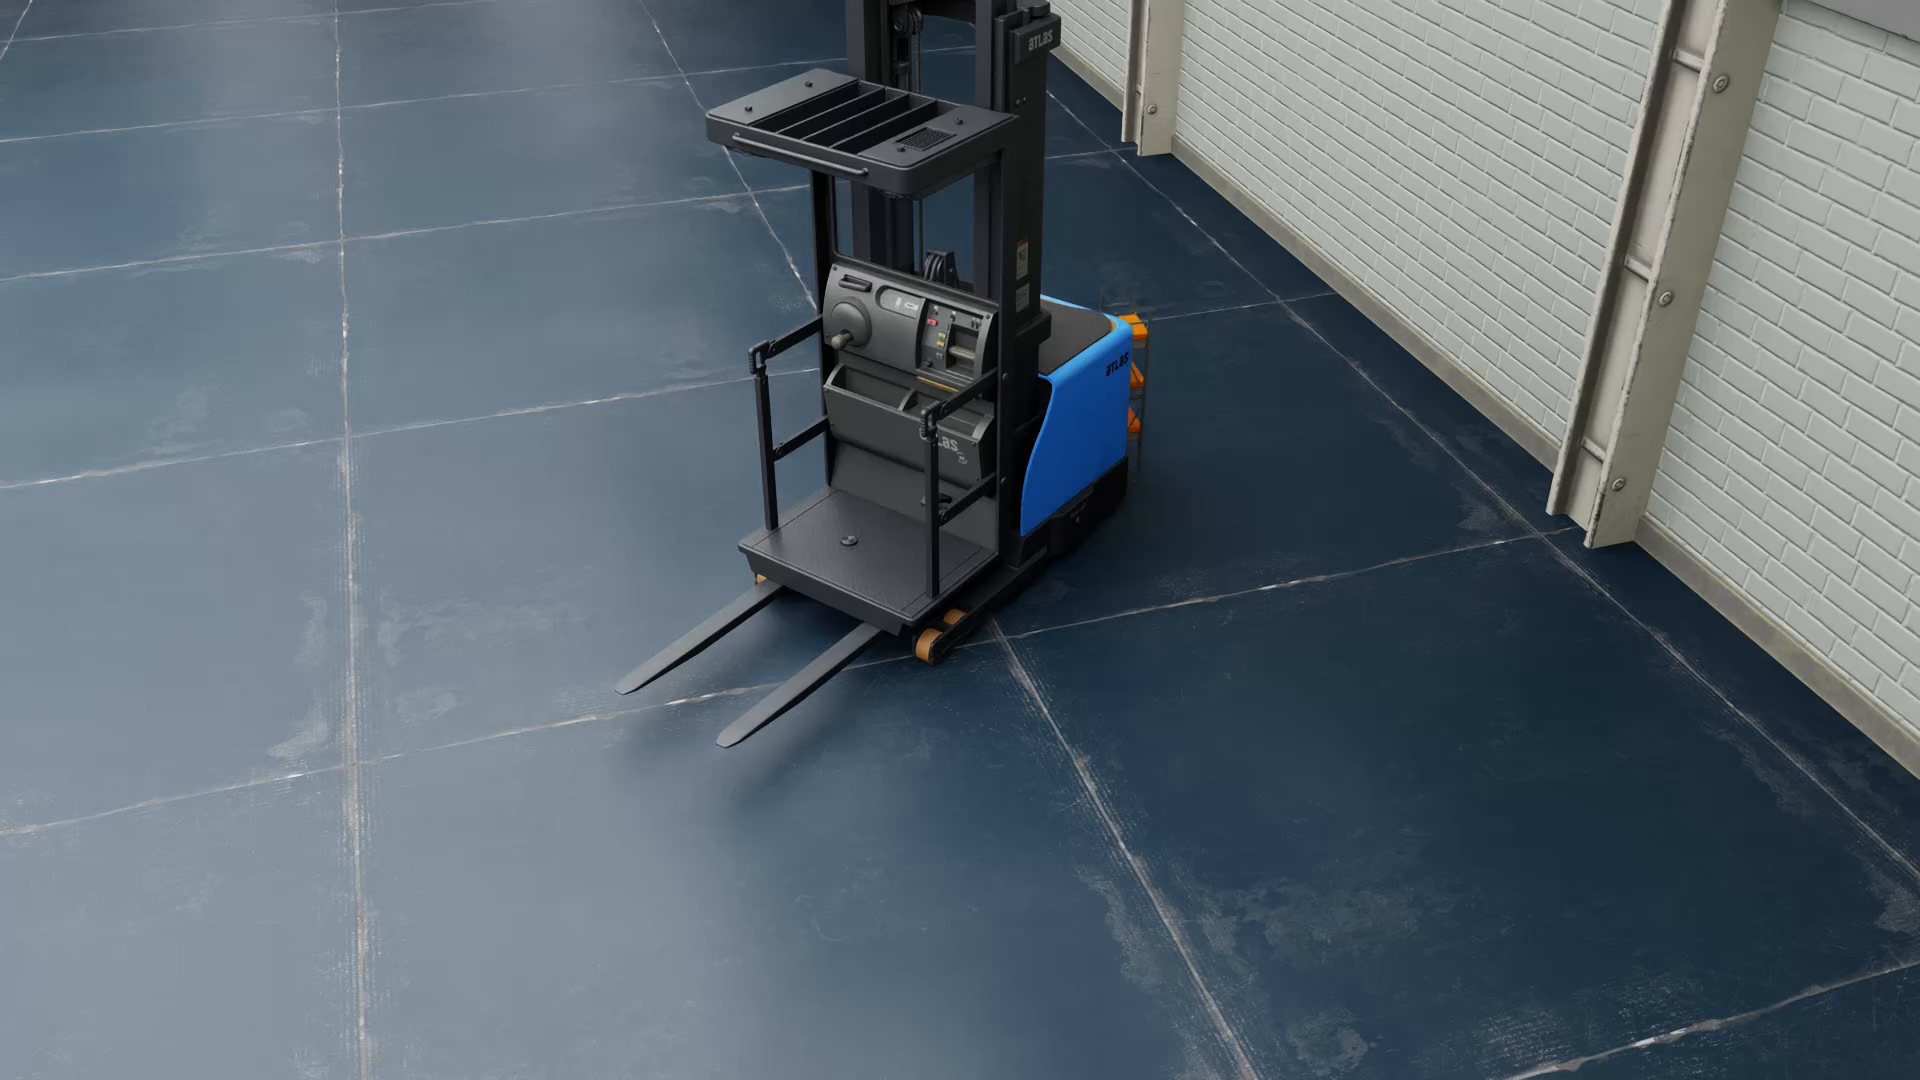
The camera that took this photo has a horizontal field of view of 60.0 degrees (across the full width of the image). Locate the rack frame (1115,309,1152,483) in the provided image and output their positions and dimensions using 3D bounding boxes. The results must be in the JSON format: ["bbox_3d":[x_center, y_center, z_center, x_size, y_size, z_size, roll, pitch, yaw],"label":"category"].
[{"bbox_3d":[0.900,-0.752,8.934,0.200,1.050,0.008,-7,34,-11],"label":"rack frame"}]

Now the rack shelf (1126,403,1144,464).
[{"bbox_3d":[0.870,-0.576,9.192,0.215,0.259,0.240,-7,34,-11],"label":"rack shelf"}]

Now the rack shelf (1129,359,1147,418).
[{"bbox_3d":[0.872,-0.809,9.039,0.215,0.259,0.240,-7,34,-11],"label":"rack shelf"}]

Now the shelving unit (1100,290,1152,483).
[{"bbox_3d":[0.872,-0.817,9.033,0.215,1.050,0.252,-7,34,-11],"label":"shelving unit"}]

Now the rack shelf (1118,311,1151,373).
[{"bbox_3d":[0.874,-1.046,8.883,0.215,0.259,0.240,-7,34,-11],"label":"rack shelf"}]

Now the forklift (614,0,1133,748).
[{"bbox_3d":[-0.370,-0.942,7.517,1.130,2.935,3.031,22,39,29],"label":"forklift"}]

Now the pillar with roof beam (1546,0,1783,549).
[{"bbox_3d":[-0.730,-3.113,5.299,9.100,9.000,0.400,-10,35,-15],"label":"pillar with roof beam"}]

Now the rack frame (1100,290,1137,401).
[{"bbox_3d":[0.844,-0.883,9.132,0.200,1.050,0.008,-7,34,-11],"label":"rack frame"}]

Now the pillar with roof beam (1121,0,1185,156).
[{"bbox_3d":[-2.560,-6.263,10.066,9.100,9.000,0.400,-10,35,-15],"label":"pillar with roof beam"}]
